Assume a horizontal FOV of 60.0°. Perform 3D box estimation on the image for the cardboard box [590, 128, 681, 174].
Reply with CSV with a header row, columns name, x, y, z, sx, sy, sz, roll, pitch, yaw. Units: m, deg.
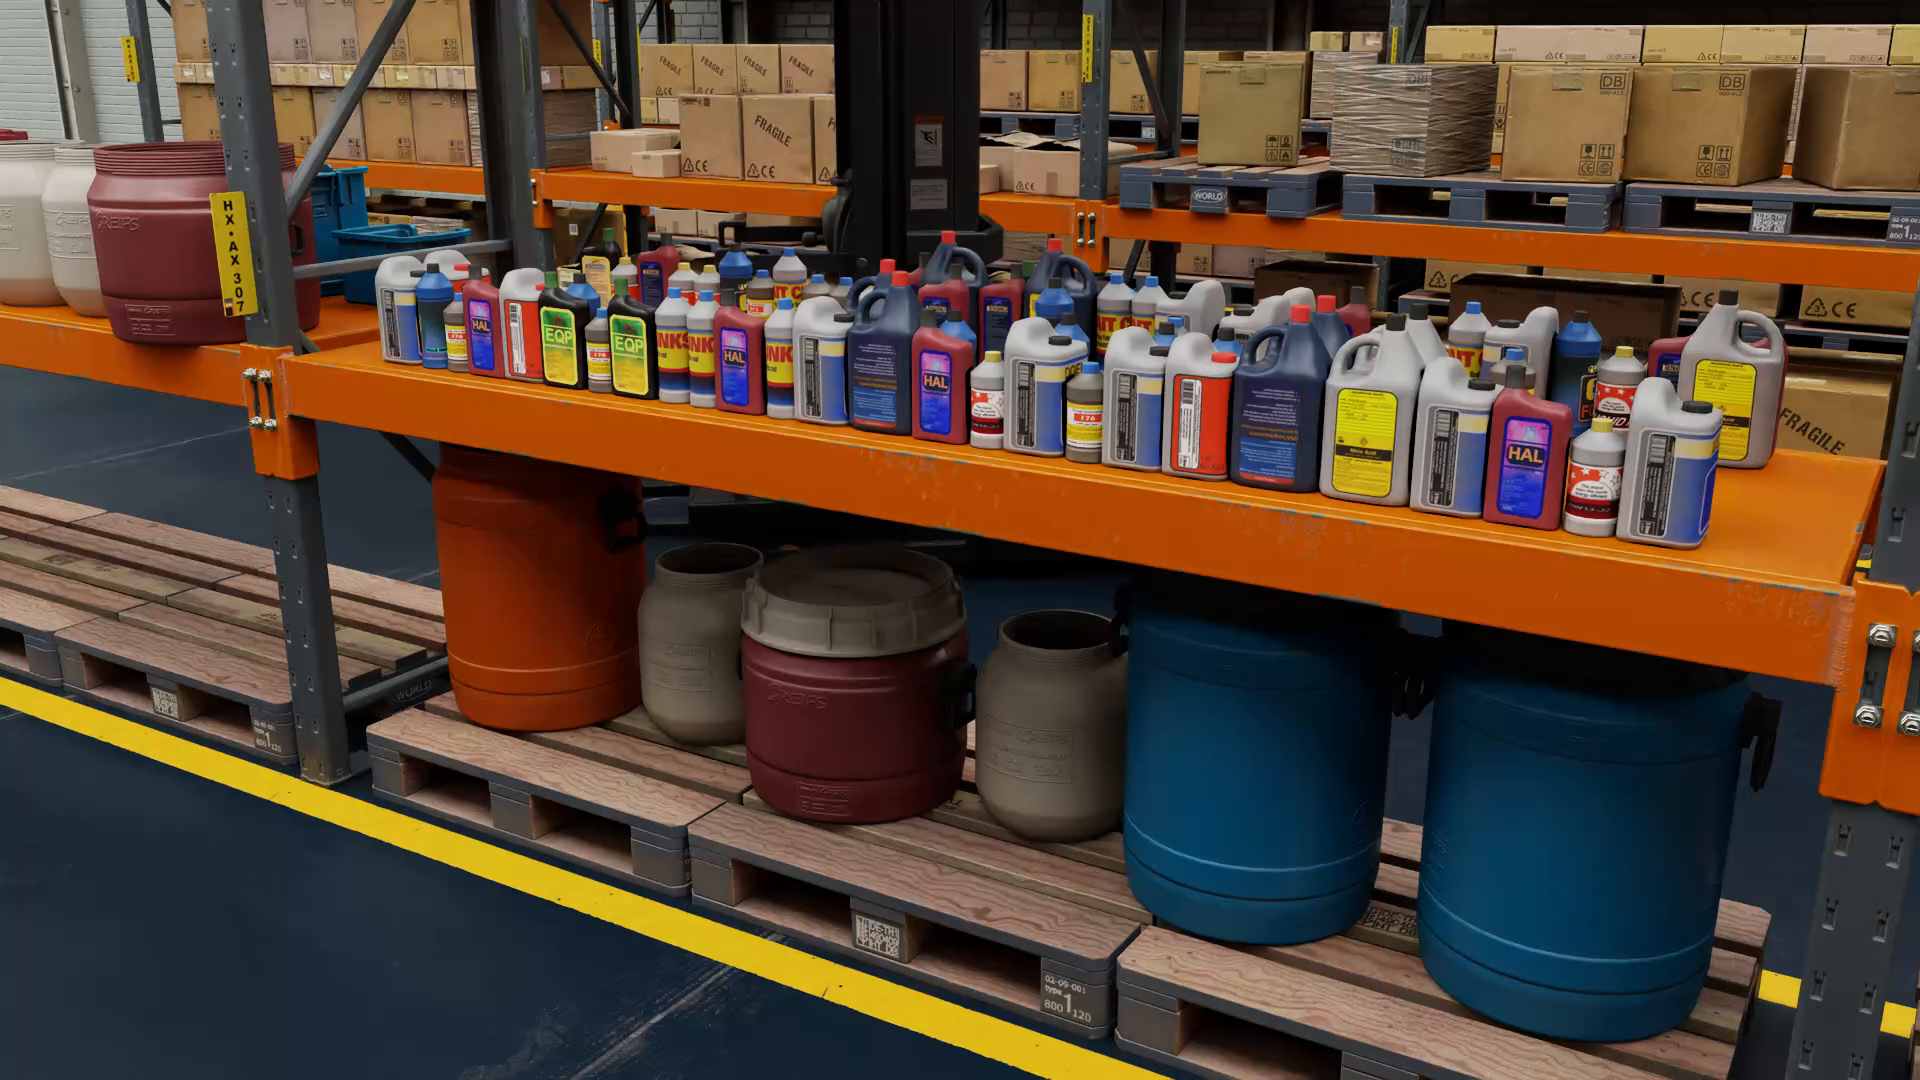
name,x,y,z,sx,sy,sz,roll,pitch,yaw
cardboard box,-2.037,-2.525,10.791,0.500,0.250,0.500,12,20,33

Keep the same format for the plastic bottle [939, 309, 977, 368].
name,x,y,z,sx,sy,sz,roll,pitch,yaw
plastic bottle,-0.011,-0.370,3.661,0.097,0.271,0.097,0,17,0

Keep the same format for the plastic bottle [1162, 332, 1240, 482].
name,x,y,z,sx,sy,sz,roll,pitch,yaw
plastic bottle,0.496,-0.271,3.325,0.135,0.276,0.152,10,20,30

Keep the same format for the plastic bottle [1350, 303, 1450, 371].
name,x,y,z,sx,sy,sz,roll,pitch,yaw
plastic bottle,0.863,-0.289,3.256,0.185,0.351,0.144,10,20,30

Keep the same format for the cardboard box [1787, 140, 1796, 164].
name,x,y,z,sx,sy,sz,roll,pitch,yaw
cardboard box,5.810,-2.651,11.345,0.250,0.149,0.380,10,20,30

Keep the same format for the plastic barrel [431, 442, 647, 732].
name,x,y,z,sx,sy,sz,roll,pitch,yaw
plastic barrel,-1.241,0.081,4.964,0.708,0.830,0.600,10,20,30

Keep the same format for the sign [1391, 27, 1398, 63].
name,x,y,z,sx,sy,sz,roll,pitch,yaw
sign,3.242,-3.660,12.414,0.005,0.325,0.100,10,20,30

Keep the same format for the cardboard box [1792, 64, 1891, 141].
name,x,y,z,sx,sy,sz,roll,pitch,yaw
cardboard box,5.961,-2.954,11.228,0.500,0.500,0.500,10,20,31

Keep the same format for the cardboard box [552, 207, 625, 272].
name,x,y,z,sx,sy,sz,roll,pitch,yaw
cardboard box,-2.711,-2.053,11.697,0.500,0.500,0.500,10,20,30

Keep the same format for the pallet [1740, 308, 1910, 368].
name,x,y,z,sx,sy,sz,roll,pitch,yaw
pallet,6.230,-1.436,11.745,1.213,0.211,1.003,10,20,30

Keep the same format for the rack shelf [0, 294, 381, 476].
name,x,y,z,sx,sy,sz,roll,pitch,yaw
rack shelf,-3.371,-0.786,6.047,4.000,0.370,1.077,10,20,30

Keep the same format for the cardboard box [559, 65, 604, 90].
name,x,y,z,sx,sy,sz,roll,pitch,yaw
cardboard box,-2.607,-3.108,11.164,0.250,0.149,0.380,10,20,30

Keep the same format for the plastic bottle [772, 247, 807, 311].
name,x,y,z,sx,sy,sz,roll,pitch,yaw
plastic bottle,-0.481,-0.692,4.721,0.097,0.271,0.097,0,17,0

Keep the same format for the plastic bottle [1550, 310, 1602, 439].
name,x,y,z,sx,sy,sz,roll,pitch,yaw
plastic bottle,1.348,-0.366,3.646,0.097,0.271,0.097,0,17,0

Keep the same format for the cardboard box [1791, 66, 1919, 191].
name,x,y,z,sx,sy,sz,roll,pitch,yaw
cardboard box,4.051,-1.820,7.318,0.500,0.500,0.700,4,17,12

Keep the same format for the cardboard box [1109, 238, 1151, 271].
name,x,y,z,sx,sy,sz,roll,pitch,yaw
cardboard box,1.626,-2.641,14.459,0.500,0.500,0.700,10,20,31

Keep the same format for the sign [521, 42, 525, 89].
name,x,y,z,sx,sy,sz,roll,pitch,yaw
sign,-2.769,-2.975,10.390,0.005,0.325,0.100,10,20,30

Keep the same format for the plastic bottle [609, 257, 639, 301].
name,x,y,z,sx,sy,sz,roll,pitch,yaw
plastic bottle,-1.010,-0.753,5.042,0.097,0.201,0.097,0,17,0

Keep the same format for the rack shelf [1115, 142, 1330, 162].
name,x,y,z,sx,sy,sz,roll,pitch,yaw
rack shelf,1.814,-3.240,14.124,4.000,0.370,1.077,10,20,30

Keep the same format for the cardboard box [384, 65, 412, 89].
name,x,y,z,sx,sy,sz,roll,pitch,yaw
cardboard box,-3.690,-3.163,11.344,0.250,0.149,0.380,10,20,30

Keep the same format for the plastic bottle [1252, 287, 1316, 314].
name,x,y,z,sx,sy,sz,roll,pitch,yaw
plastic bottle,0.758,-0.464,3.962,0.135,0.276,0.152,10,20,30

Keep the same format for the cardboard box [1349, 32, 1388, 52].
name,x,y,z,sx,sy,sz,roll,pitch,yaw
cardboard box,3.208,-3.894,12.994,0.250,0.149,0.380,7,18,23

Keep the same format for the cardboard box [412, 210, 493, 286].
name,x,y,z,sx,sy,sz,roll,pitch,yaw
cardboard box,-3.409,-2.000,11.524,0.500,0.500,0.500,10,20,30

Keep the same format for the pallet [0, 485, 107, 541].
name,x,y,z,sx,sy,sz,roll,pitch,yaw
pallet,-4.386,0.009,6.987,1.213,0.211,1.003,10,20,30

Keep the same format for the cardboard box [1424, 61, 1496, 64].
name,x,y,z,sx,sy,sz,roll,pitch,yaw
cardboard box,3.798,-3.342,12.506,0.500,0.500,0.500,11,20,32

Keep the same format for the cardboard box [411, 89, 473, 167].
name,x,y,z,sx,sy,sz,roll,pitch,yaw
cardboard box,-3.314,-2.853,11.442,0.500,0.500,0.700,10,20,29

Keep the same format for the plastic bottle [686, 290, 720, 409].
name,x,y,z,sx,sy,sz,roll,pitch,yaw
plastic bottle,-0.595,-0.454,3.936,0.097,0.271,0.097,0,17,0

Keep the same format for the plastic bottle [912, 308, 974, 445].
name,x,y,z,sx,sy,sz,roll,pitch,yaw
plastic bottle,-0.037,-0.354,3.586,0.133,0.283,0.061,10,20,30

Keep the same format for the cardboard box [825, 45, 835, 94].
name,x,y,z,sx,sy,sz,roll,pitch,yaw
cardboard box,-0.883,-4.255,15.161,0.500,0.500,0.500,10,20,30

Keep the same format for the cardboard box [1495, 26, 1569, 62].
name,x,y,z,sx,sy,sz,roll,pitch,yaw
cardboard box,4.229,-3.624,12.142,0.500,0.250,0.500,10,19,29

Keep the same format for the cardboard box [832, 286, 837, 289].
name,x,y,z,sx,sy,sz,roll,pitch,yaw
cardboard box,-0.521,-1.380,9.806,0.500,0.311,0.500,10,20,30

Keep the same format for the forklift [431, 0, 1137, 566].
name,x,y,z,sx,sy,sz,roll,pitch,yaw
forklift,-0.676,-1.371,6.853,3.031,2.935,1.130,-2,17,-7

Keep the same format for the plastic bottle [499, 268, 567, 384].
name,x,y,z,sx,sy,sz,roll,pitch,yaw
plastic bottle,-1.073,-0.551,4.247,0.135,0.276,0.152,10,20,30

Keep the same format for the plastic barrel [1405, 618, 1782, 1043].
name,x,y,z,sx,sy,sz,roll,pitch,yaw
plastic barrel,1.287,0.498,3.468,0.708,0.901,0.600,10,20,30

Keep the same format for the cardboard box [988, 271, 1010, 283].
name,x,y,z,sx,sy,sz,roll,pitch,yaw
cardboard box,0.184,-1.436,9.992,0.500,0.311,0.500,10,19,29

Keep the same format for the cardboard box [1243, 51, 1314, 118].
name,x,y,z,sx,sy,sz,roll,pitch,yaw
cardboard box,2.622,-3.686,13.425,0.500,0.500,0.700,8,19,25

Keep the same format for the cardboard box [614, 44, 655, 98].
name,x,y,z,sx,sy,sz,roll,pitch,yaw
cardboard box,-3.049,-4.646,16.450,0.500,0.500,0.500,10,20,30

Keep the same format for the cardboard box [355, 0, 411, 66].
name,x,y,z,sx,sy,sz,roll,pitch,yaw
cardboard box,-3.719,-3.548,11.498,0.500,0.500,0.700,10,20,30

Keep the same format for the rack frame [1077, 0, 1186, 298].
name,x,y,z,sx,sy,sz,roll,pitch,yaw
rack frame,0.929,-2.053,8.977,0.127,3.000,1.000,10,20,30

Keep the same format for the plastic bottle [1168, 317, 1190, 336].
name,x,y,z,sx,sy,sz,roll,pitch,yaw
plastic bottle,0.511,-0.430,3.978,0.097,0.201,0.097,0,17,0

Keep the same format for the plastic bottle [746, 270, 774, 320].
name,x,y,z,sx,sy,sz,roll,pitch,yaw
plastic bottle,-0.564,-0.674,4.780,0.097,0.201,0.097,0,17,0

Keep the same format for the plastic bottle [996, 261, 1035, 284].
name,x,y,z,sx,sy,sz,roll,pitch,yaw
plastic bottle,0.146,-0.592,4.371,0.133,0.283,0.061,10,20,30

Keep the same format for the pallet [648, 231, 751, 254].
name,x,y,z,sx,sy,sz,roll,pitch,yaw
pallet,-2.560,-3.019,16.956,1.213,0.211,1.003,10,20,30

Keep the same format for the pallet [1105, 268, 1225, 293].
name,x,y,z,sx,sy,sz,roll,pitch,yaw
pallet,1.818,-2.251,14.428,1.213,0.211,1.003,10,20,30

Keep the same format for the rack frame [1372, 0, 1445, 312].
name,x,y,z,sx,sy,sz,roll,pitch,yaw
rack frame,3.518,-3.280,13.018,0.127,3.000,1.000,10,20,30

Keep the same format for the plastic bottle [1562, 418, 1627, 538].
name,x,y,z,sx,sy,sz,roll,pitch,yaw
plastic bottle,1.124,-0.114,2.936,0.097,0.201,0.097,0,17,0

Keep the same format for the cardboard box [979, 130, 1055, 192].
name,x,y,z,sx,sy,sz,roll,pitch,yaw
cardboard box,0.268,-2.194,9.596,0.500,0.311,0.500,10,19,29

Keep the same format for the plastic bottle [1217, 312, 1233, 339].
name,x,y,z,sx,sy,sz,roll,pitch,yaw
plastic bottle,0.673,-0.453,4.053,0.097,0.201,0.097,0,17,0

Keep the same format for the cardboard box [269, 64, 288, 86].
name,x,y,z,sx,sy,sz,roll,pitch,yaw
cardboard box,-4.786,-3.358,11.987,0.250,0.149,0.380,9,19,28

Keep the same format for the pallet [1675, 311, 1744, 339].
name,x,y,z,sx,sy,sz,roll,pitch,yaw
pallet,5.186,-1.621,12.356,1.213,0.211,1.003,10,20,30

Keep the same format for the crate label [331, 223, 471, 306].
name,x,y,z,sx,sy,sz,roll,pitch,yaw
crate label,-1.829,-0.903,5.482,0.416,0.233,0.303,10,20,30

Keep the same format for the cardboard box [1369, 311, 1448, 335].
name,x,y,z,sx,sy,sz,roll,pitch,yaw
cardboard box,2.289,-0.904,8.740,0.500,0.500,0.500,9,19,28

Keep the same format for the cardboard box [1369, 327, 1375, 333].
name,x,y,z,sx,sy,sz,roll,pitch,yaw
cardboard box,2.041,-0.771,8.303,0.500,0.500,0.500,10,19,29
